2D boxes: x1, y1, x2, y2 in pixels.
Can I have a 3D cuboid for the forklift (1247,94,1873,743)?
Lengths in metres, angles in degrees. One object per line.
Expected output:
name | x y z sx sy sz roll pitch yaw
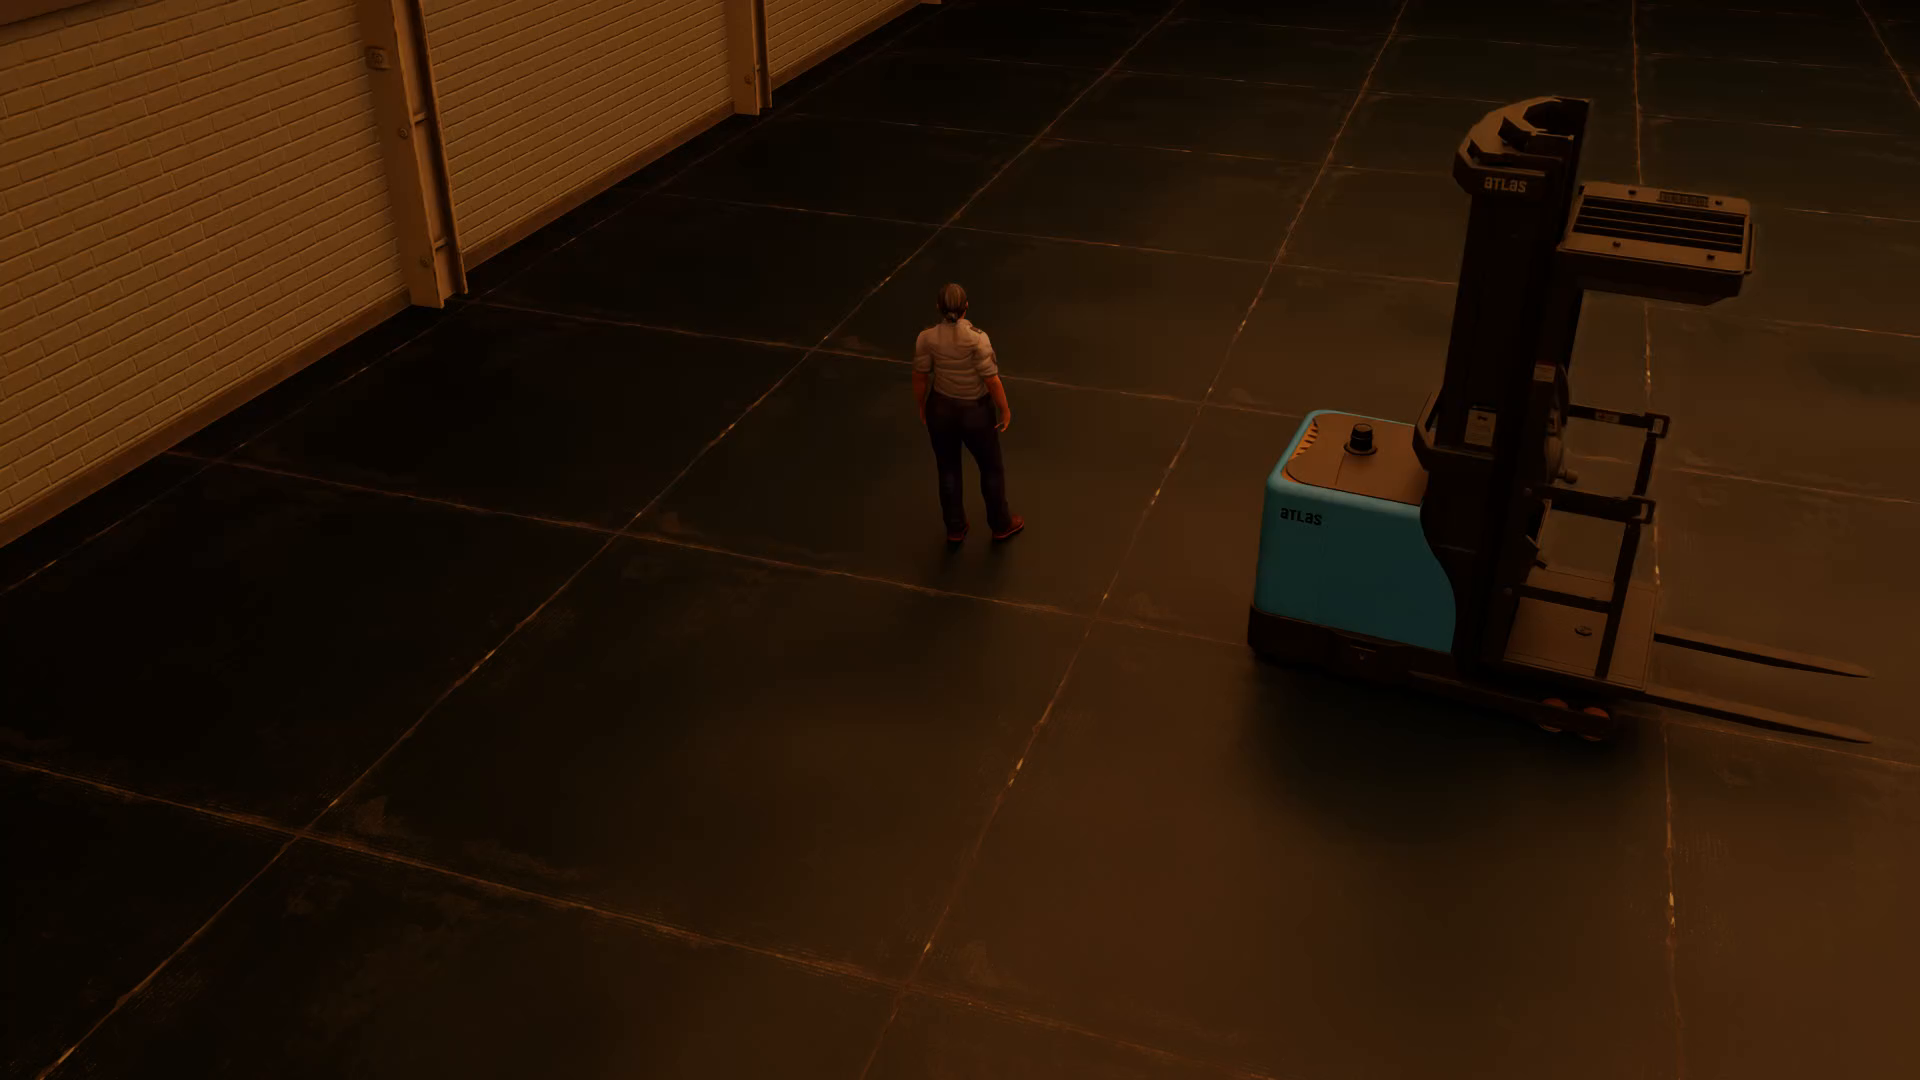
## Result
forklift | 3.115 -0.567 8.131 3.031 2.935 1.130 12 32 21

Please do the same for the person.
person | 0.051 -0.761 9.751 0.598 1.651 0.503 10 31 16
